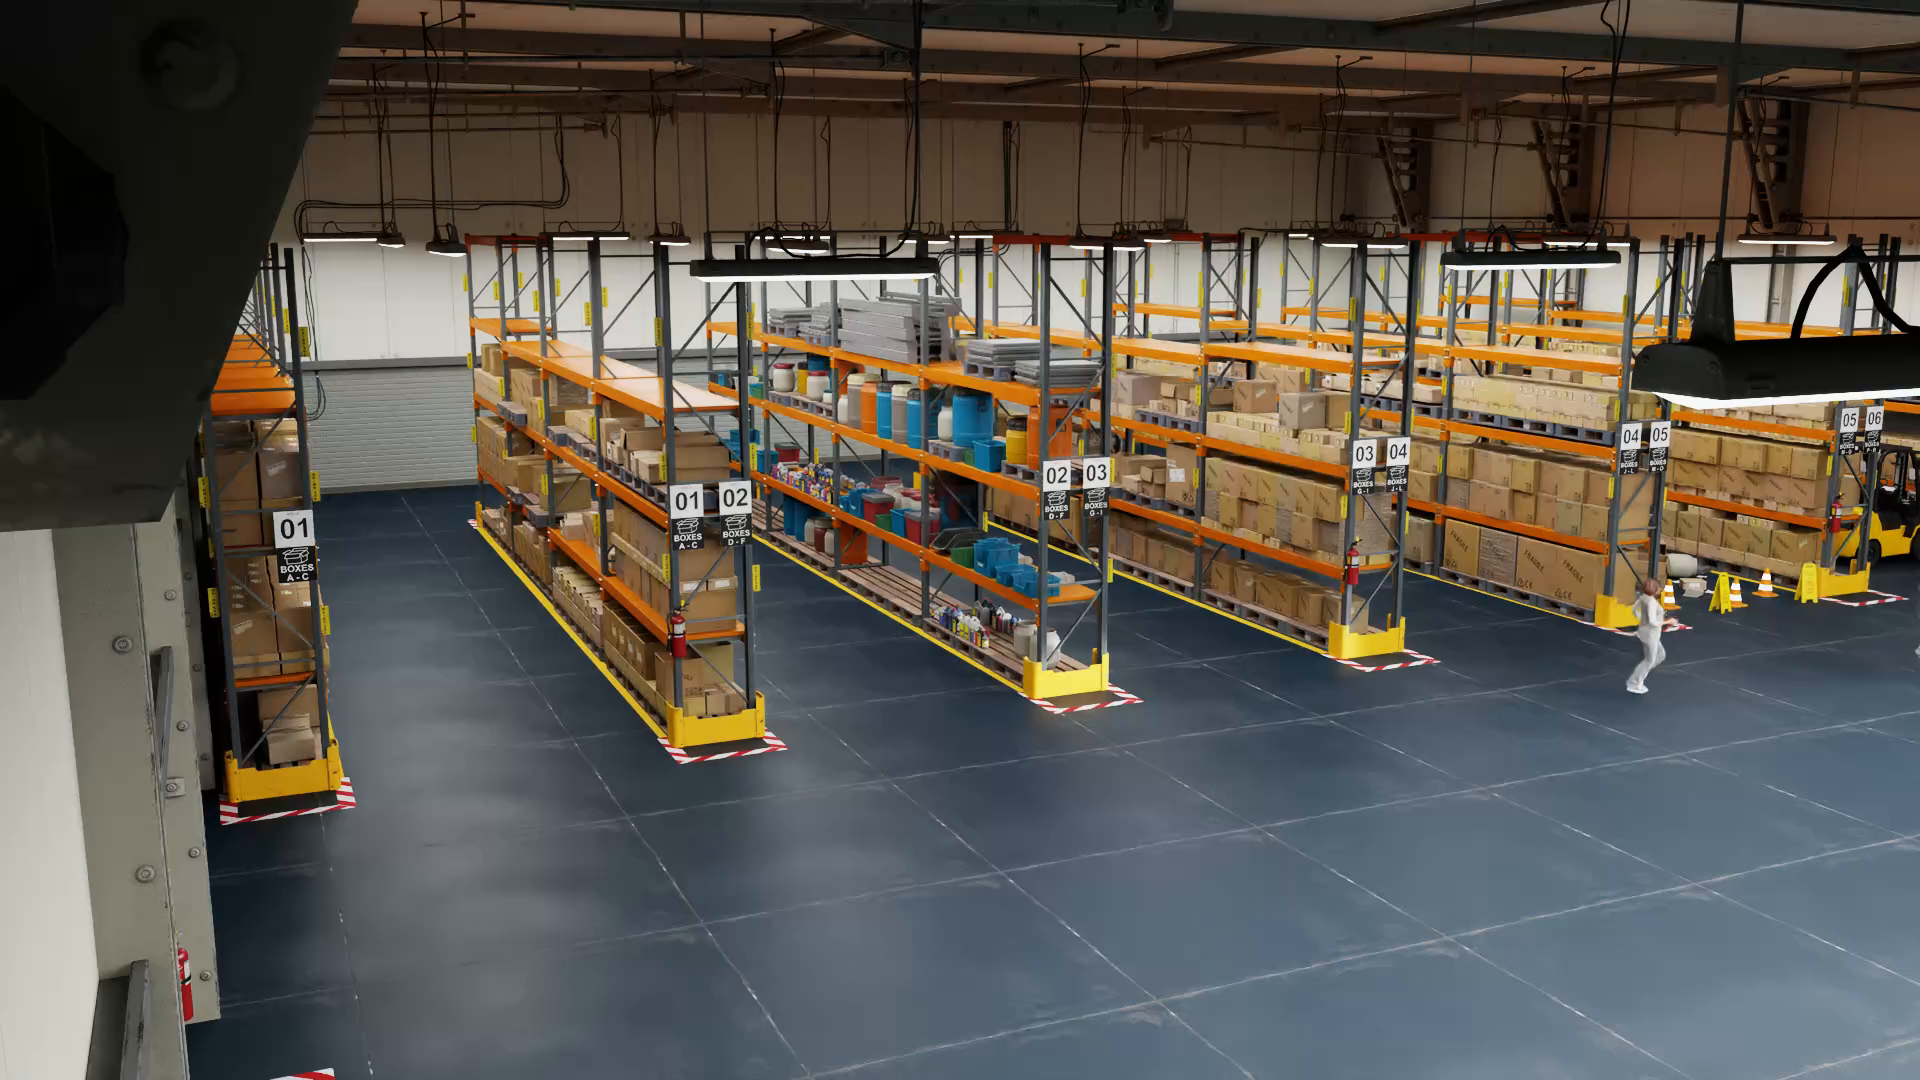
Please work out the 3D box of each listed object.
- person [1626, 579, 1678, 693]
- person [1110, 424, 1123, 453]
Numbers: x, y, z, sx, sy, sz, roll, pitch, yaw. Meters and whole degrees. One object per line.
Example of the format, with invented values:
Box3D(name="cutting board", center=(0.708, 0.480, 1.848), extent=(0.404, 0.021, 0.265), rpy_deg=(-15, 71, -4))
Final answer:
Box3D(name="person", center=(9.280, 1.297, 22.287), extent=(0.580, 1.551, 0.519), rpy_deg=(2, 11, 11))
Box3D(name="person", center=(3.398, -1.773, 37.764), extent=(0.663, 1.767, 0.912), rpy_deg=(-3, 11, -17))
